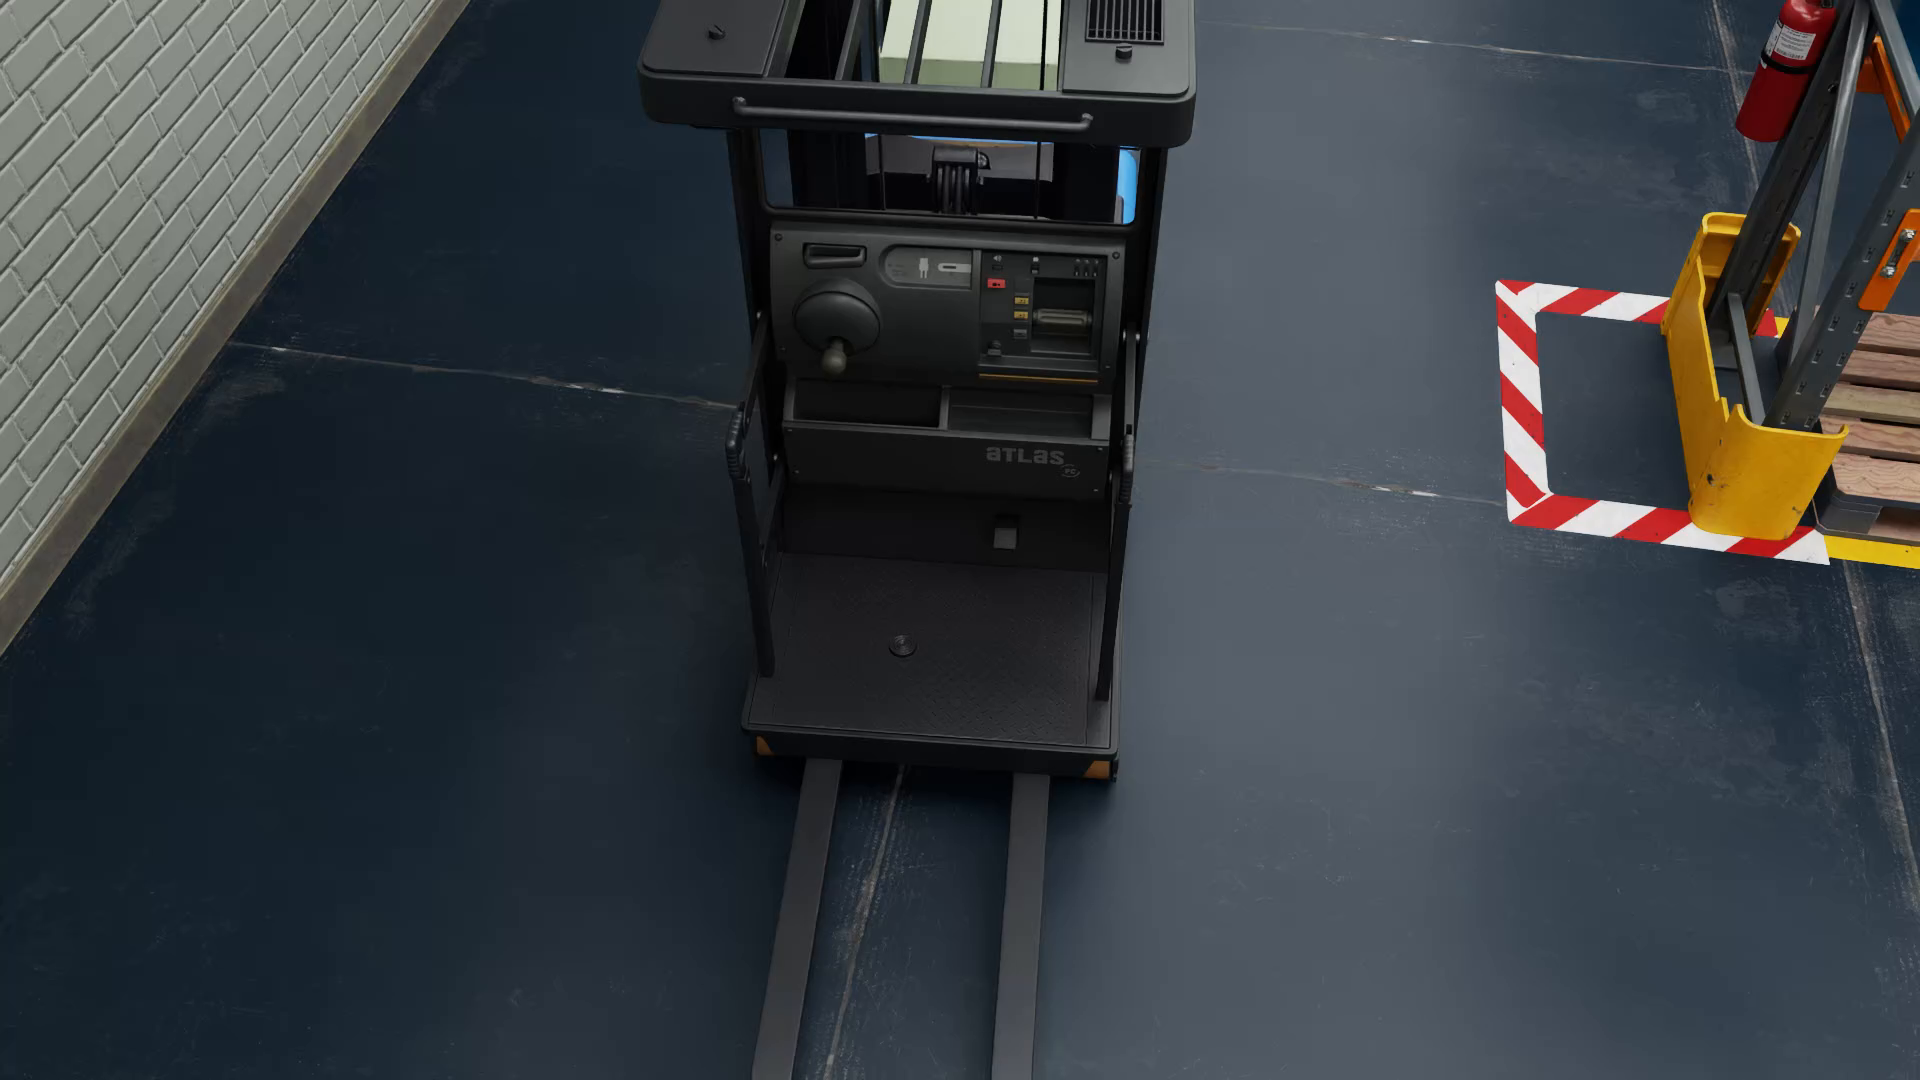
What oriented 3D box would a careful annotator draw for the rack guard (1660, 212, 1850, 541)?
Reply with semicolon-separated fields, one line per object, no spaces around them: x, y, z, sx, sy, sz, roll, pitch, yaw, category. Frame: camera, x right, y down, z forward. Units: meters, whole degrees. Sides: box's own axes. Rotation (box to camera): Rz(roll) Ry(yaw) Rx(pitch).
2.817;-0.606;5.958;0.348;0.500;1.175;8;49;7;rack guard

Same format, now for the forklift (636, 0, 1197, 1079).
-0.053;-0.518;4.245;1.130;2.935;3.031;4;48;3;forklift

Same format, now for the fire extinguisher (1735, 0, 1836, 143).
2.775;-1.650;5.518;0.183;0.674;0.296;8;49;7;fire extinguisher

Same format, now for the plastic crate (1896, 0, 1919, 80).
3.206;-1.572;5.082;0.499;0.435;0.616;8;49;7;plastic crate

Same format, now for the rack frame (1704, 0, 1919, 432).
2.843;-1.448;5.034;0.127;3.000;1.000;8;49;7;rack frame

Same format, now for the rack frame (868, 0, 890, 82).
-0.266;-1.362;5.965;0.023;1.500;0.400;3;48;3;rack frame

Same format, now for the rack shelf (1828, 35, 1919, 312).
4.811;-0.943;5.064;4.000;0.370;1.077;8;49;7;rack shelf

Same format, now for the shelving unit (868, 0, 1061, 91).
0.099;-1.341;5.947;0.755;1.500;0.431;3;48;3;shelving unit

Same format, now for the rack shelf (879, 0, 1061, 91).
0.099;-1.602;5.657;0.720;0.370;0.431;3;48;3;rack shelf

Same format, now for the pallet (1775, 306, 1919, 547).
3.648;-0.378;5.948;1.213;0.211;1.003;8;49;7;pallet
